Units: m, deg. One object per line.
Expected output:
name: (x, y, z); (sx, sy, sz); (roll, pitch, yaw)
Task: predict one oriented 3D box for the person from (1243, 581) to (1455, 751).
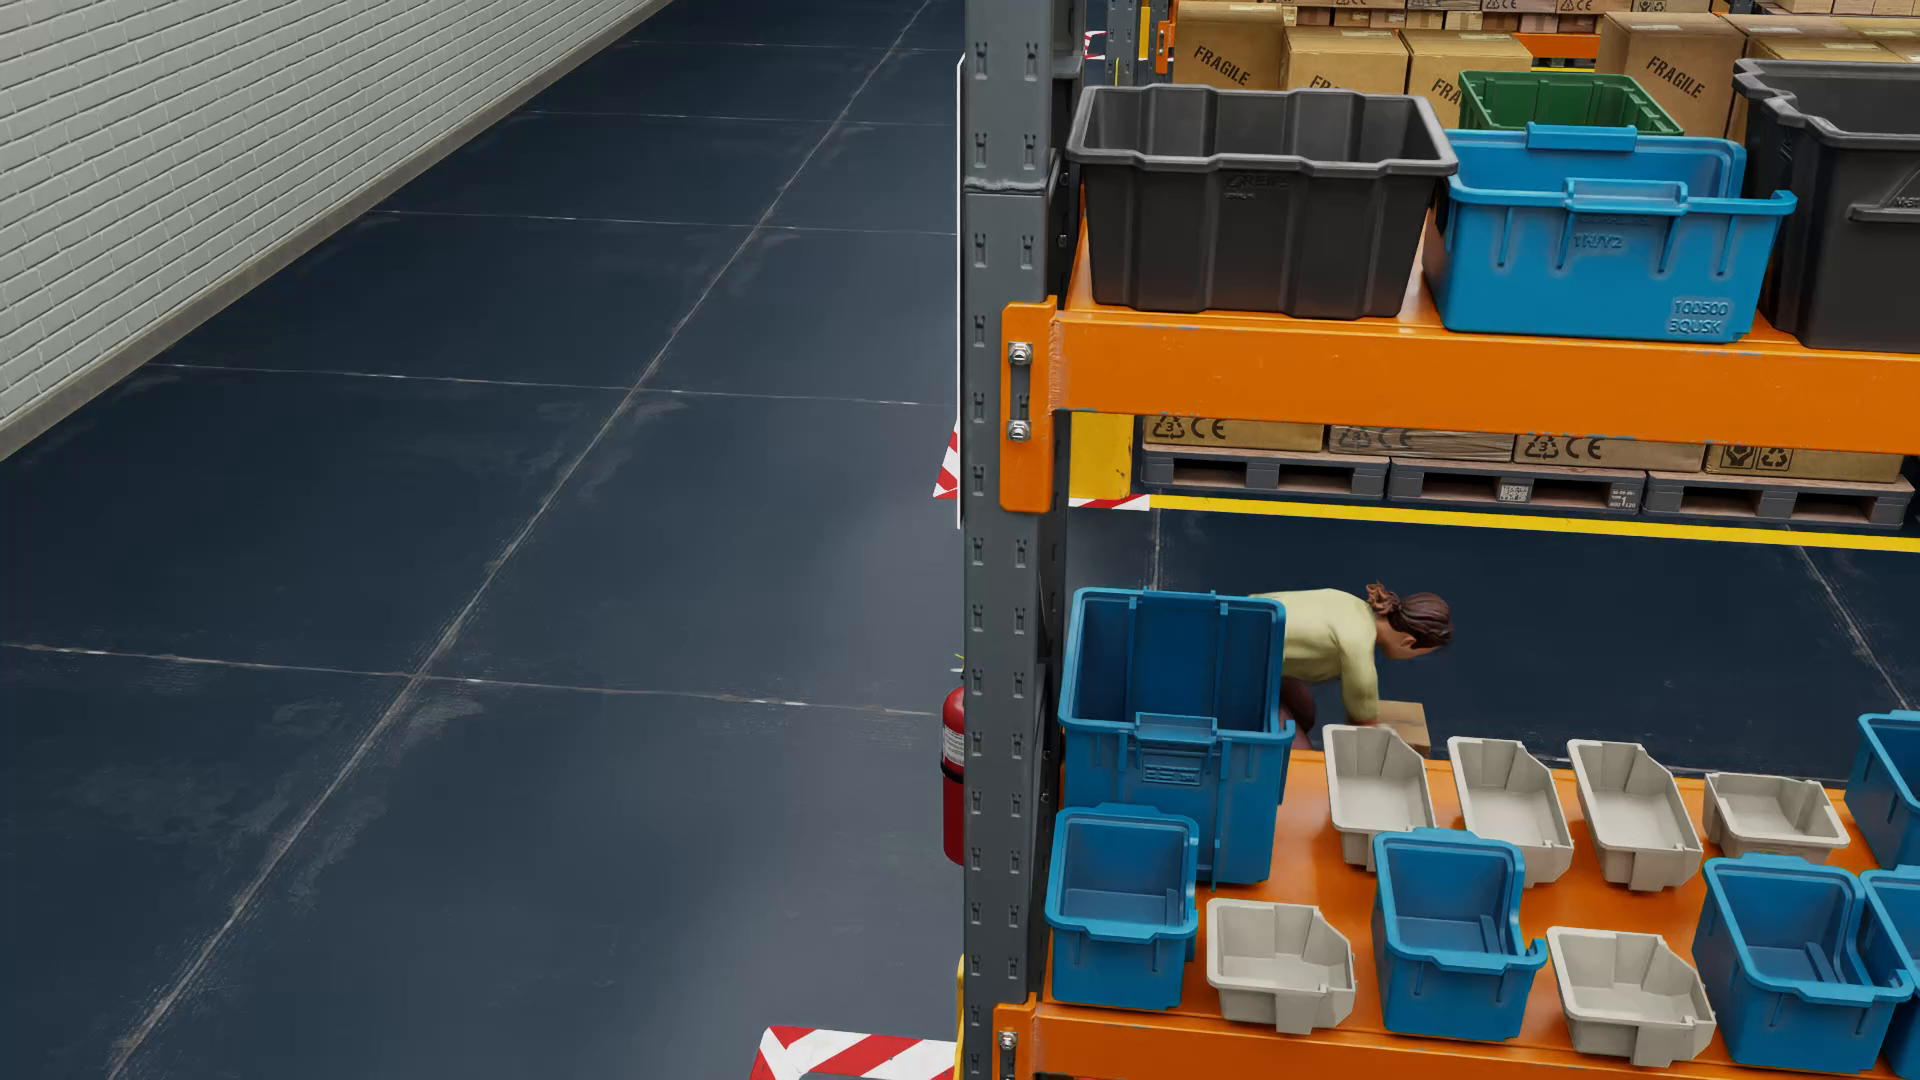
person: (1.182, 0.617, 5.642); (0.866, 1.051, 0.452); (2, 29, 4)
